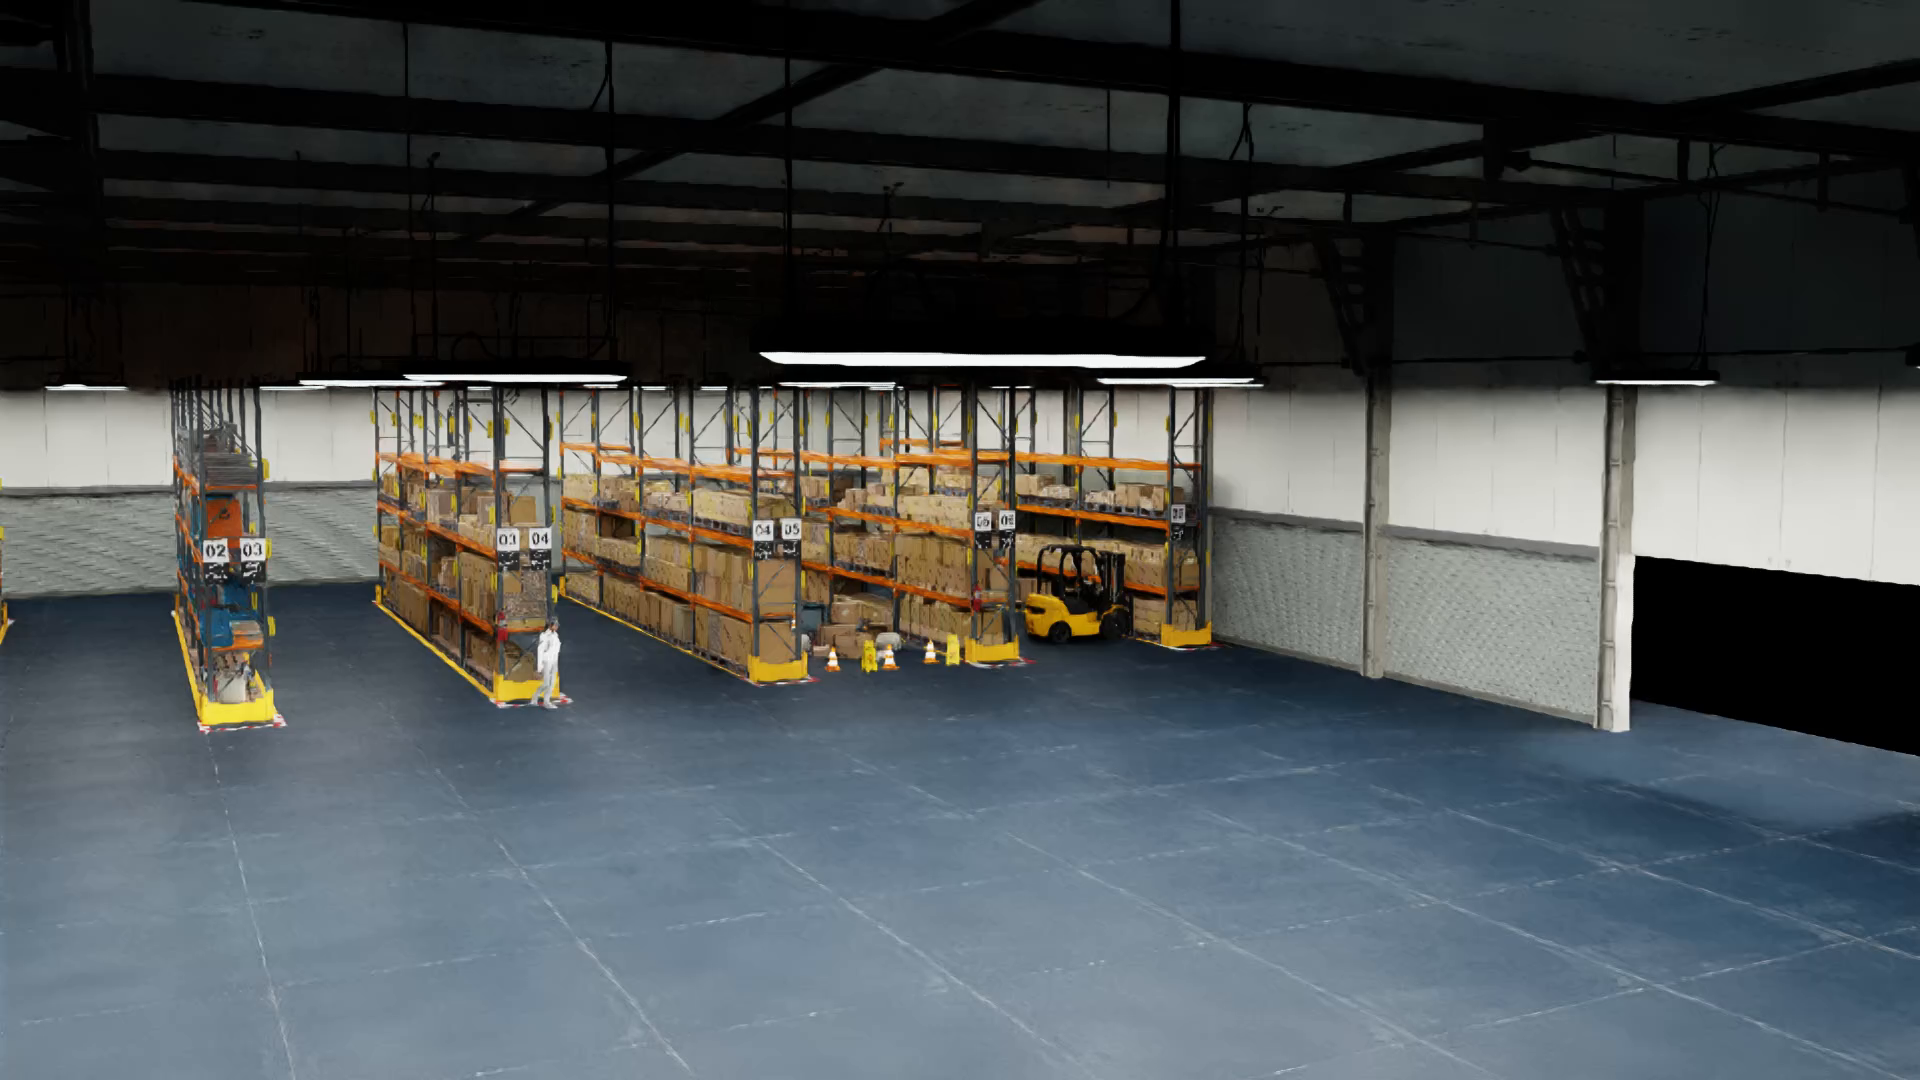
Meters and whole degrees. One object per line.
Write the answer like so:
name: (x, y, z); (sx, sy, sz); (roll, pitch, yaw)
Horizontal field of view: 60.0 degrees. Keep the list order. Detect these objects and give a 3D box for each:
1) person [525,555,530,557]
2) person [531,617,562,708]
person: (-11.866, 0.793, 45.434); (0.604, 1.781, 0.444); (4, 6, 37)
person: (-7.509, 2.214, 30.155); (0.521, 1.671, 0.533); (2, 6, 26)
